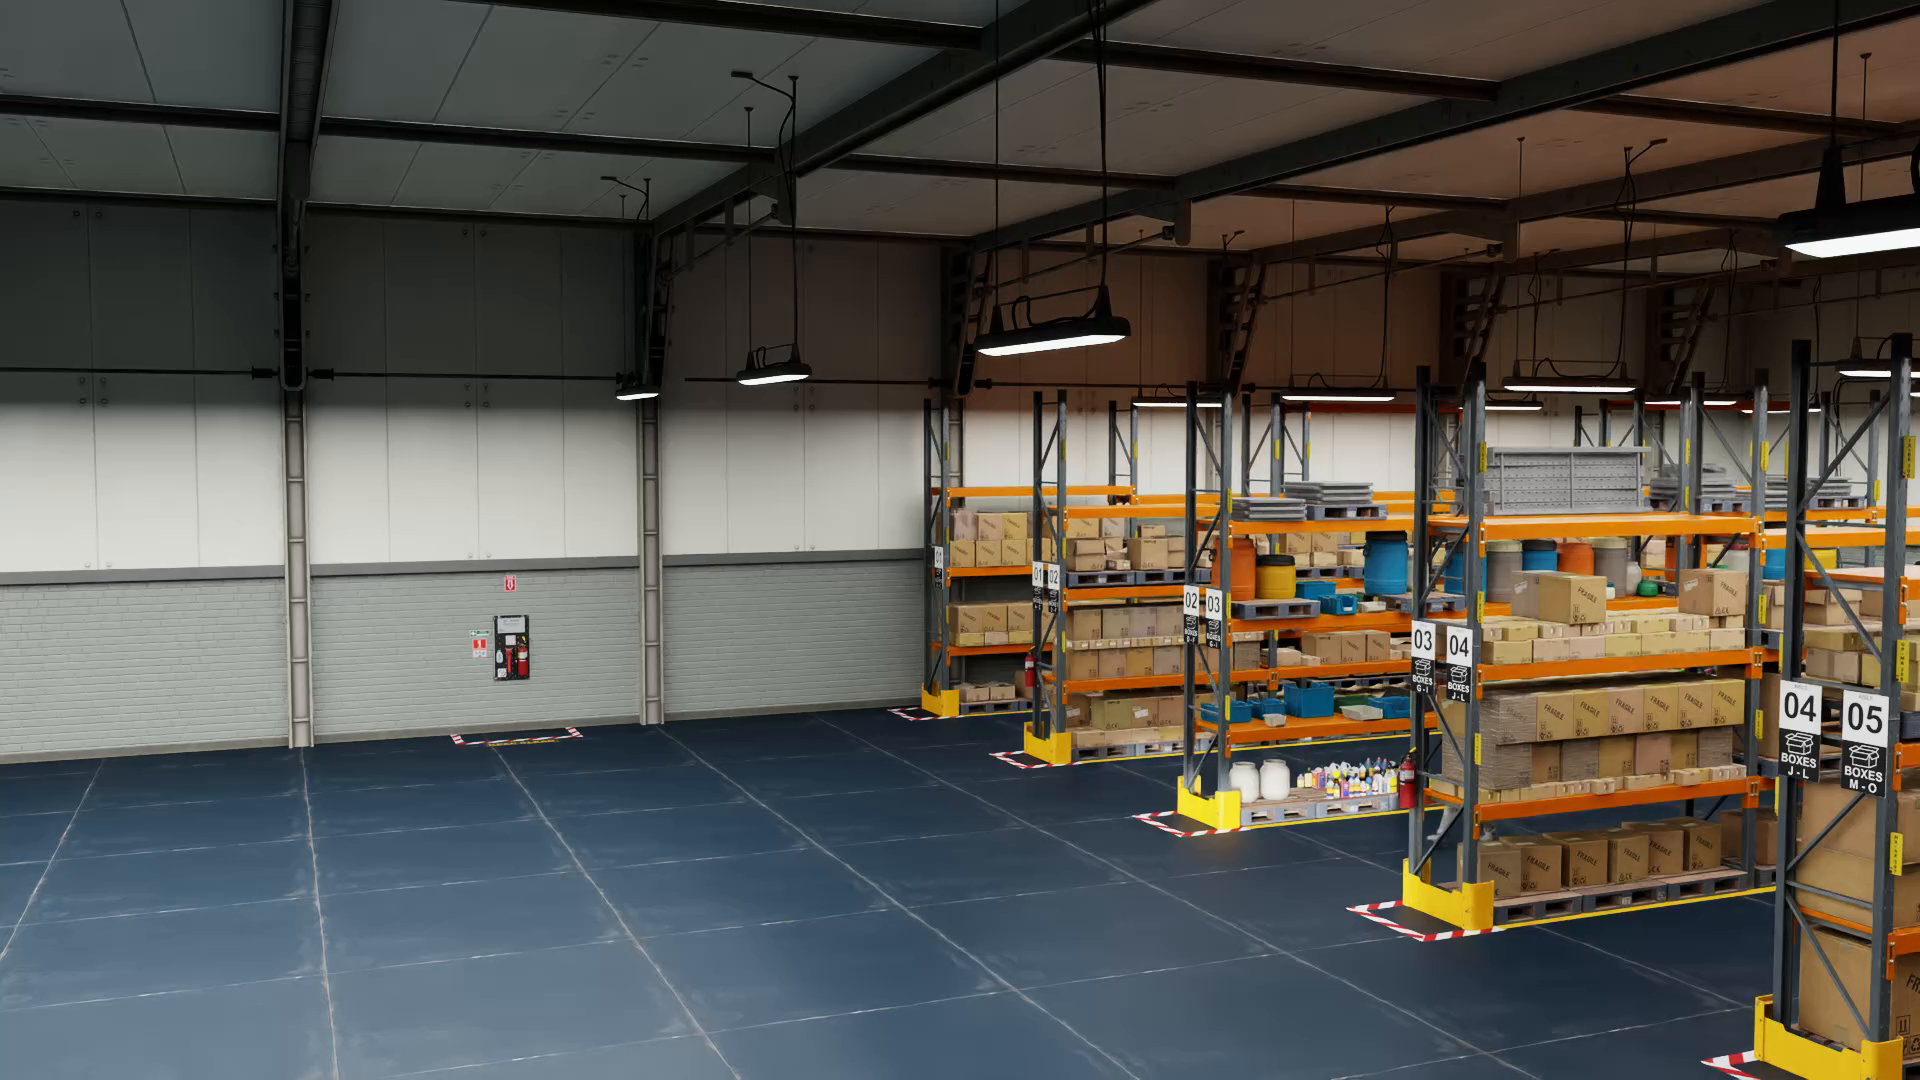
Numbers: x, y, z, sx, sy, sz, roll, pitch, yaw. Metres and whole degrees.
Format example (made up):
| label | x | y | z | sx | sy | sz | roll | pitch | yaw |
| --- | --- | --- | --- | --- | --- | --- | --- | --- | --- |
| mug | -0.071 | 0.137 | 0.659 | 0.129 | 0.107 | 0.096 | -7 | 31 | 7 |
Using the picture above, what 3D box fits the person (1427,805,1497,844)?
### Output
| label | x | y | z | sx | sy | sz | roll | pitch | yaw |
| --- | --- | --- | --- | --- | --- | --- | --- | --- | --- |
| person | 6.452 | 3.031 | 21.264 | 1.019 | 1.723 | 0.565 | -2 | 4 | -28 |
